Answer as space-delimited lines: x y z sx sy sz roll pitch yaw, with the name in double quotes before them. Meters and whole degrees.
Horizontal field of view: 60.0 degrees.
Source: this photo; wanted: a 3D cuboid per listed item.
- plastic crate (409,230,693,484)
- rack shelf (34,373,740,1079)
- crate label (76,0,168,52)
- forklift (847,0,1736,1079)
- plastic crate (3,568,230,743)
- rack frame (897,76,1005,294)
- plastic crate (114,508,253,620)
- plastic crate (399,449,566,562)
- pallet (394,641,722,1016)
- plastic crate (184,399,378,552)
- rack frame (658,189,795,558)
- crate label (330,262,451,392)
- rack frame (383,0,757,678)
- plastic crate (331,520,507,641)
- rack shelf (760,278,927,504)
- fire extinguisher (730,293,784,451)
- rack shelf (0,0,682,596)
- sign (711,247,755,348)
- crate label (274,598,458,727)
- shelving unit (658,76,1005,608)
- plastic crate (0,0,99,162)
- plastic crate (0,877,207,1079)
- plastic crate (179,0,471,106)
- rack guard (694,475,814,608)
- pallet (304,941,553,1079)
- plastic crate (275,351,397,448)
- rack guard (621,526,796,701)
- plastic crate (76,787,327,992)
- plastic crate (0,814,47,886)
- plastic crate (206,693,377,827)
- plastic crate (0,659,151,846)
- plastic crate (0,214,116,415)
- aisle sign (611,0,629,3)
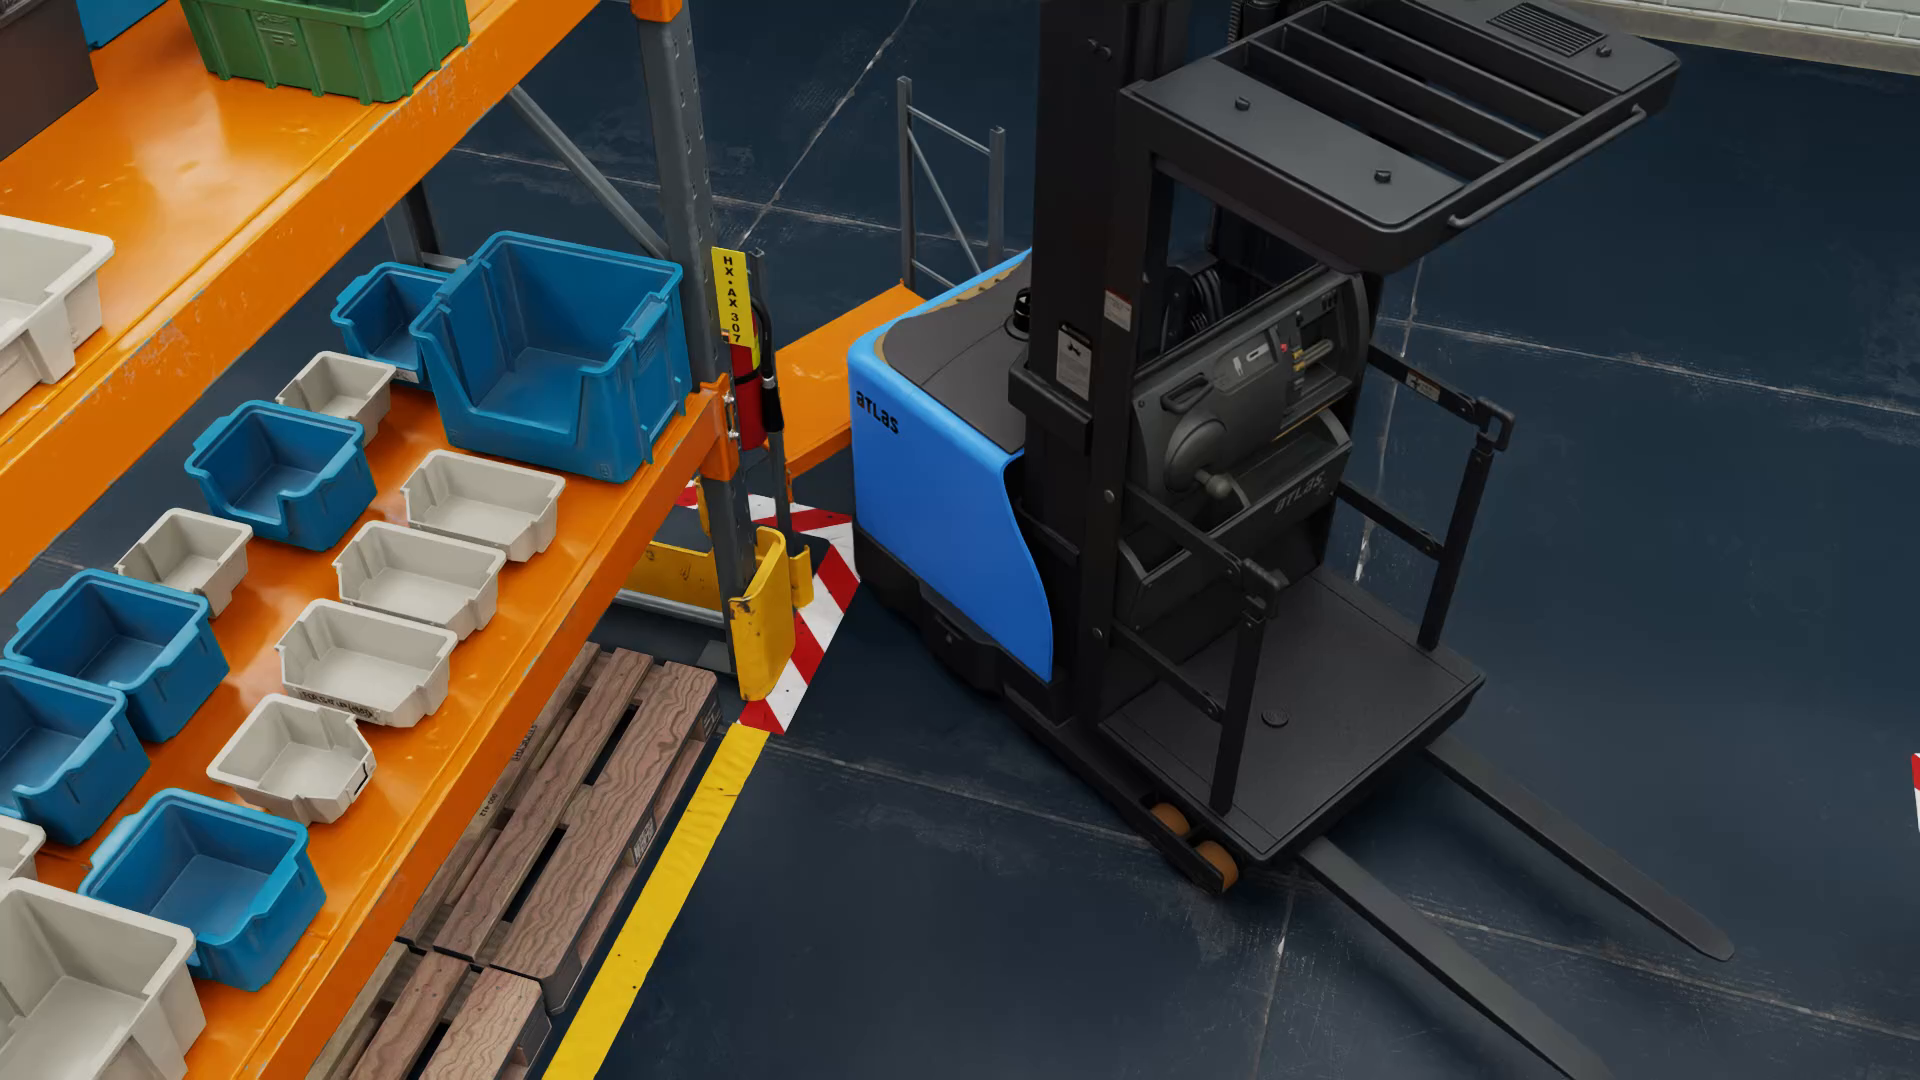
"plastic crate" -1.091 -0.499 4.547 0.616 0.435 0.499 13 46 13
"rack shelf" -1.773 0.862 3.739 1.077 0.370 4.000 13 46 13
"crate label" -1.755 -1.200 3.294 0.408 0.251 0.502 13 46 13
"forklift" 0.965 -0.362 4.524 1.130 2.935 3.031 -31 52 -28
"plastic crate" -1.954 0.283 3.893 0.416 0.233 0.300 13 46 13
"rack frame" -0.033 -0.934 6.133 0.032 1.500 0.500 -34 54 -30
"plastic crate" -1.937 0.088 4.161 0.250 0.136 0.298 13 46 13
"plastic crate" -1.242 -0.073 4.326 0.396 0.136 0.243 13 46 13
"pallet" -1.454 0.810 5.271 1.003 0.211 1.213 13 46 13
"plastic crate" -1.755 -0.156 4.342 0.416 0.233 0.300 13 46 13
"rack frame" -0.768 -0.443 5.630 0.032 1.500 0.500 -34 54 -30
"crate label" -1.556 -0.595 4.790 0.416 0.233 0.303 13 46 13
"rack frame" -1.167 -0.728 4.849 1.000 3.000 0.127 13 46 13
"plastic crate" -1.343 0.117 4.132 0.396 0.136 0.243 13 46 13
"rack shelf" -0.400 -0.560 6.007 1.000 0.185 0.538 -34 54 -30
"fire extinguisher" -0.688 -0.571 5.011 0.296 0.674 0.183 13 46 13
"rack shelf" -1.773 -0.210 2.689 1.077 0.370 4.000 13 46 13
"sign" -0.638 -0.681 4.684 0.100 0.325 0.005 13 46 13
"crate label" -1.404 0.308 3.937 0.396 0.136 0.243 13 46 13
"shelving unit" -0.394 -0.693 5.886 1.083 1.500 0.587 -34 54 -30
"plastic crate" -1.892 -0.818 2.841 0.504 0.338 0.767 13 46 13
"plastic crate" -1.741 0.980 3.145 0.437 0.282 0.530 13 46 13
"plastic crate" -1.194 -1.006 3.141 0.450 0.188 0.336 13 46 13
"rack guard" -0.753 -0.005 6.077 0.087 0.250 0.587 -34 54 -30
"pallet" -1.825 1.621 4.443 1.003 0.211 1.213 13 46 13
"plastic crate" -1.732 -0.364 4.623 0.250 0.136 0.298 13 46 13
"rack guard" -1.172 0.147 5.743 1.175 0.500 0.348 13 46 13
"plastic crate" -1.545 0.734 3.432 0.416 0.233 0.300 13 46 13
"plastic crate" -2.138 0.787 3.447 0.293 0.136 0.466 13 46 13
"plastic crate" -1.476 0.509 3.731 0.298 0.136 0.250 13 46 13
"plastic crate" -2.045 0.483 3.689 0.416 0.233 0.300 13 46 13
"plastic crate" -1.556 -0.276 2.431 0.437 0.136 0.530 13 46 13
"aisle sign" -0.866 -1.643 3.926 0.394 0.787 0.004 13 46 13
